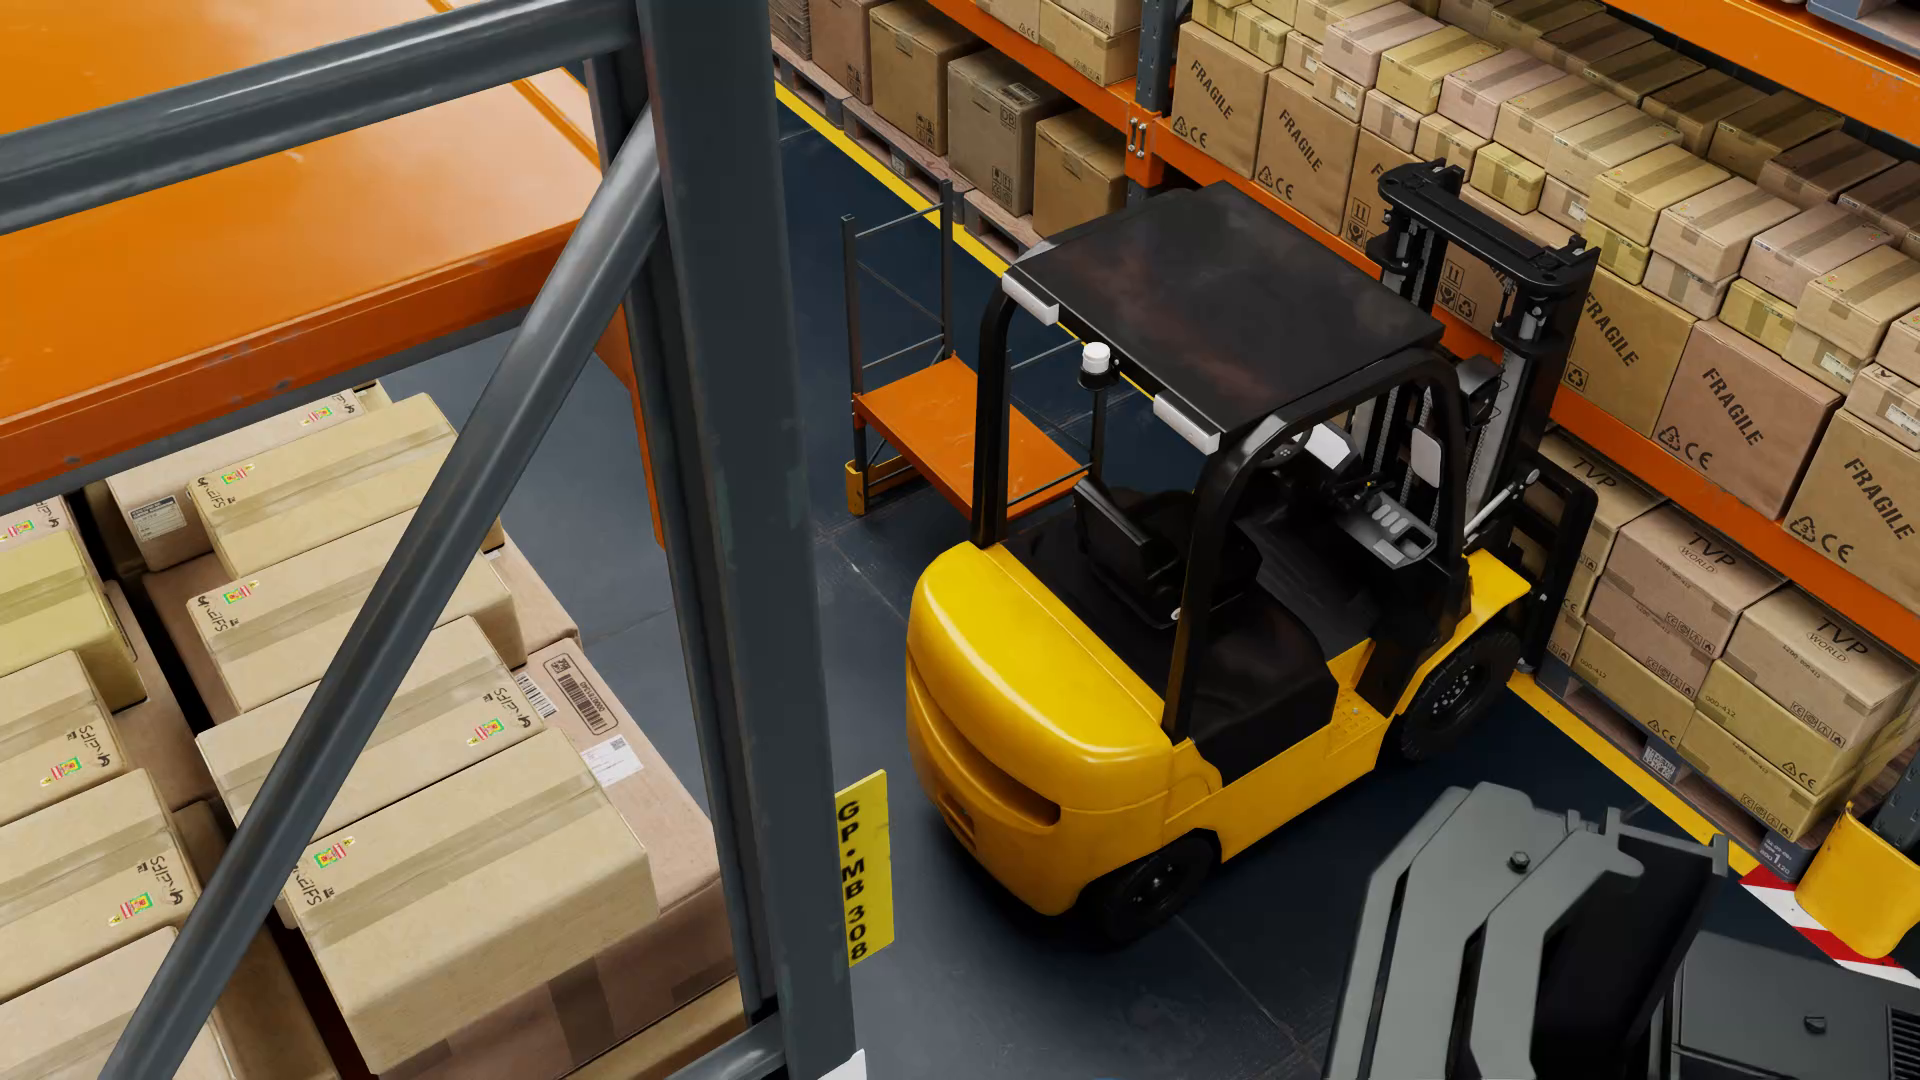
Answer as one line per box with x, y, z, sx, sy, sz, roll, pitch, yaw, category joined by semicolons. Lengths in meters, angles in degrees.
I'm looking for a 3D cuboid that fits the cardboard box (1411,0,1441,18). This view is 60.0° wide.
1.917;-2.245;6.663;0.380;0.149;0.250;-26;50;-25;cardboard box

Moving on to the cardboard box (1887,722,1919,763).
3.382;0.522;6.209;0.500;0.250;0.500;-26;49;-24;cardboard box

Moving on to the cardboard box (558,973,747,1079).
-0.489;0.687;2.359;0.380;0.149;0.250;-26;49;-24;cardboard box

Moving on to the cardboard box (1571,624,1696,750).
2.698;0.450;6.284;0.500;0.250;0.500;-26;49;-24;cardboard box

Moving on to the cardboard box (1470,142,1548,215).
2.050;-1.334;5.924;0.380;0.149;0.250;-27;50;-25;cardboard box

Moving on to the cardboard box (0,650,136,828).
-1.279;0.341;2.143;0.380;0.149;0.250;-26;50;-25;cardboard box

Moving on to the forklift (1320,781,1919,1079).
1.352;1.832;3.200;3.031;2.935;1.130;14;45;14;forklift

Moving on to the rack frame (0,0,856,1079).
-0.566;-0.173;0.905;1.000;3.000;0.127;-26;49;-24;rack frame

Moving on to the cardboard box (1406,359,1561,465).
2.106;-0.481;6.535;0.500;0.250;0.500;-27;50;-25;cardboard box

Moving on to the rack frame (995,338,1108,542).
0.340;-0.206;6.371;0.500;1.500;0.032;-26;49;-24;rack frame

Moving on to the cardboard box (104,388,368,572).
-1.154;-0.143;2.651;0.380;0.149;0.250;-26;49;-25;cardboard box

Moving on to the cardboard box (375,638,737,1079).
-0.635;0.469;2.298;0.500;0.250;0.500;-27;50;-25;cardboard box

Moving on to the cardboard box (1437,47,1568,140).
1.956;-1.613;6.001;0.380;0.149;0.250;-26;49;-25;cardboard box

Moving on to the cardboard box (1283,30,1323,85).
1.503;-1.935;6.553;0.380;0.149;0.250;-26;49;-25;cardboard box

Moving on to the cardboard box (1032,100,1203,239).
0.907;-1.815;8.386;0.875;0.625;0.625;-24;48;-23;cardboard box

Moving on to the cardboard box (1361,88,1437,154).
1.732;-1.617;6.220;0.380;0.149;0.250;-26;50;-25;cardboard box

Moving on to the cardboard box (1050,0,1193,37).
0.724;-2.535;7.470;0.500;0.250;0.500;-27;50;-25;cardboard box

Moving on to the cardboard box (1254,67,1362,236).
1.566;-1.624;6.698;0.500;0.500;0.500;-25;49;-24;cardboard box

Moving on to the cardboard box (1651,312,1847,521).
2.717;-0.474;5.493;0.500;0.500;0.500;-24;49;-23;cardboard box

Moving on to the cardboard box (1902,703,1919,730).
3.404;0.348;6.029;0.500;0.250;0.500;-25;49;-24;cardboard box

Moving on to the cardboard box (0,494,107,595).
-1.516;0.036;2.463;0.380;0.149;0.250;-26;49;-24;cardboard box

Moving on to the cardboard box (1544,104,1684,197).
2.243;-1.330;5.704;0.380;0.149;0.250;-25;49;-24;cardboard box

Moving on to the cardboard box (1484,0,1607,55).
2.244;-1.973;6.378;0.380;0.149;0.250;-26;50;-25;cardboard box

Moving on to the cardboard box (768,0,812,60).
-0.728;-3.431;10.078;0.875;0.625;0.625;-24;49;-23;cardboard box

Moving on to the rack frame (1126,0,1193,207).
1.215;-2.231;7.406;1.000;3.000;0.127;-26;49;-24;rack frame

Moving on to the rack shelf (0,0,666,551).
-1.710;-1.044;2.341;1.077;0.370;4.000;-26;49;-24;rack shelf

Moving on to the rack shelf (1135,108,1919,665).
2.359;-0.838;6.468;1.077;0.370;4.000;-26;49;-24;rack shelf

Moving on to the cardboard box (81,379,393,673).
-1.231;-0.103;2.897;0.500;0.250;0.500;-24;49;-23;cardboard box

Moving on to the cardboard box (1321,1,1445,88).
1.594;-1.872;6.272;0.380;0.149;0.250;-25;49;-24;cardboard box

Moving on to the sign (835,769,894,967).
-0.121;0.382;1.863;0.100;0.325;0.005;-26;49;-24;sign

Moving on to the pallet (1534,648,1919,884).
3.031;0.626;6.432;1.003;0.211;1.213;-26;49;-24;pallet

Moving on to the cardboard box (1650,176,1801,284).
2.465;-1.003;5.361;0.380;0.149;0.250;-25;49;-23;cardboard box

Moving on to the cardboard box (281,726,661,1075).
-0.602;0.433;2.047;0.380;0.149;0.250;-26;49;-25;cardboard box

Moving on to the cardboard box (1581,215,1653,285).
2.321;-1.039;5.615;0.380;0.149;0.250;-25;49;-24;cardboard box

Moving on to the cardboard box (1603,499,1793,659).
2.687;0.091;5.936;0.500;0.250;0.500;-25;49;-24;cardboard box

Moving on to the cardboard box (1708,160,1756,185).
2.844;-1.287;5.875;0.380;0.149;0.250;-24;49;-23;cardboard box

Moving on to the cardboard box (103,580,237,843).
-1.356;0.385;2.386;0.500;0.250;0.500;-26;50;-25;cardboard box

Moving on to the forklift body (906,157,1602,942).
0.922;-0.012;5.696;2.313;2.155;1.214;-26;49;-24;forklift body

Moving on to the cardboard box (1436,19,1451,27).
2.105;-2.008;6.630;0.380;0.149;0.250;-25;49;-24;cardboard box

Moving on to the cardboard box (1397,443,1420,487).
2.094;-0.313;6.722;0.500;0.250;0.500;-26;49;-25;cardboard box

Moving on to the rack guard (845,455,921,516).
-0.241;-0.329;7.405;0.587;0.250;0.087;-26;49;-24;rack guard

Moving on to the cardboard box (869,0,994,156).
0.038;-2.683;9.294;0.875;0.625;0.625;-28;50;-26;cardboard box

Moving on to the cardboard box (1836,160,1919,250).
3.072;-1.070;5.432;0.380;0.149;0.250;-25;49;-24;cardboard box

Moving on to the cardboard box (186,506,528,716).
-0.852;0.131;2.364;0.380;0.149;0.250;-26;49;-24;cardboard box

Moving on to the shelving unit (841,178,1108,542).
0.044;-0.499;6.678;0.587;1.500;1.083;-26;49;-24;shelving unit

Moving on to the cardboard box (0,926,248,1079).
-1.002;0.640;1.831;0.380;0.149;0.250;-25;49;-24;cardboard box

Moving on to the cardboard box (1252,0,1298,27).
1.392;-2.206;6.622;0.380;0.149;0.250;-25;49;-24;cardboard box

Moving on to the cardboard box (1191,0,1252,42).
1.181;-2.217;6.849;0.380;0.149;0.250;-26;50;-25;cardboard box

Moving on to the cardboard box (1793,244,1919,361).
2.787;-0.728;5.074;0.380;0.149;0.250;-25;49;-24;cardboard box

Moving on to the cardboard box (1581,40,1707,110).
2.471;-1.654;6.044;0.380;0.149;0.250;-24;49;-23;cardboard box

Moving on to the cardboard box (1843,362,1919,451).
2.904;-0.455;5.003;0.380;0.149;0.250;-25;49;-24;cardboard box

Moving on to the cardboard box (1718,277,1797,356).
2.674;-0.771;5.334;0.380;0.149;0.250;-26;49;-25;cardboard box

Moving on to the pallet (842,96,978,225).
0.059;-2.316;9.514;1.003;0.211;1.213;-26;49;-24;pallet

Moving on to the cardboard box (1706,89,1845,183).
2.831;-1.397;5.775;0.380;0.149;0.250;-27;50;-25;cardboard box

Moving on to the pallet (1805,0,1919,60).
3.120;-1.429;4.458;1.003;0.211;1.213;-26;49;-24;pallet

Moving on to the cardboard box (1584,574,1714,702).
2.690;0.256;6.126;0.500;0.250;0.500;-26;50;-25;cardboard box

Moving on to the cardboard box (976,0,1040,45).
0.420;-2.641;7.944;0.500;0.250;0.500;-26;49;-25;cardboard box

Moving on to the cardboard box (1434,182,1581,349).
2.127;-1.045;6.091;0.500;0.500;0.500;-25;49;-24;cardboard box
